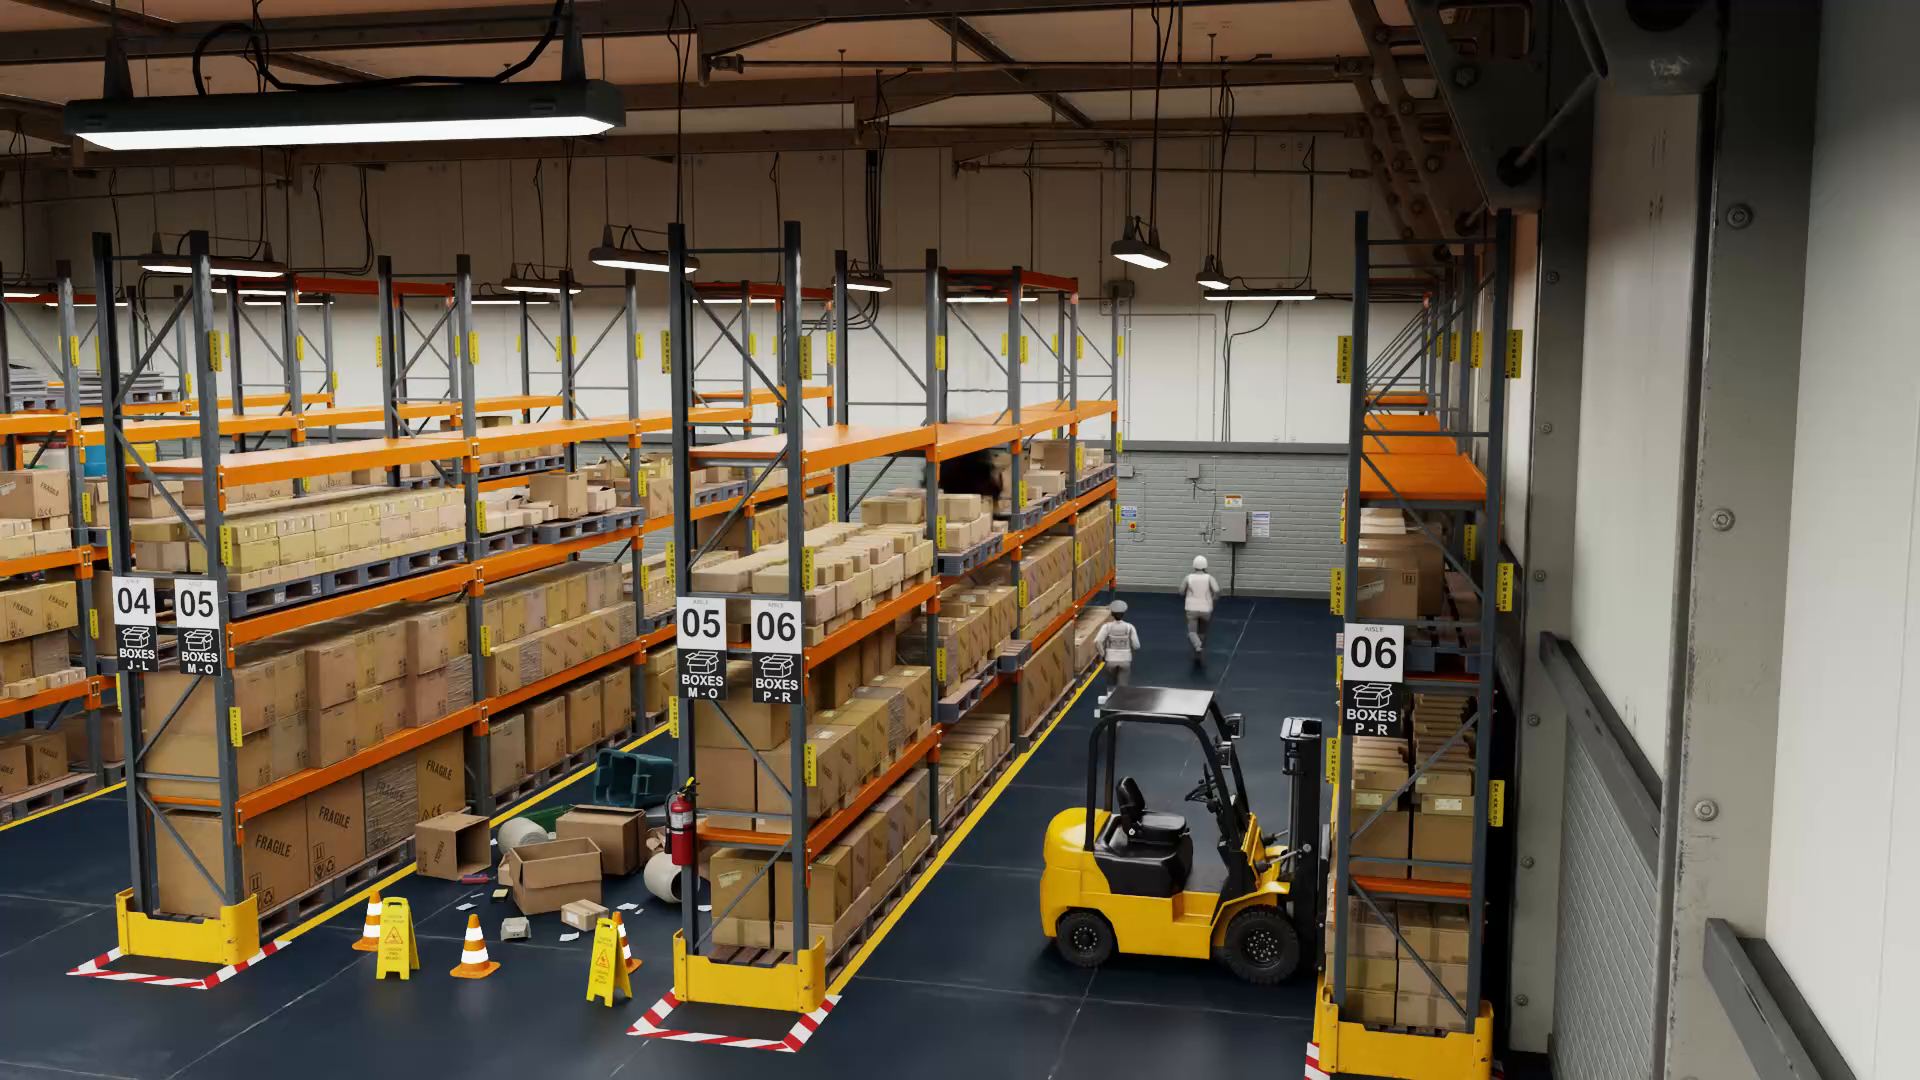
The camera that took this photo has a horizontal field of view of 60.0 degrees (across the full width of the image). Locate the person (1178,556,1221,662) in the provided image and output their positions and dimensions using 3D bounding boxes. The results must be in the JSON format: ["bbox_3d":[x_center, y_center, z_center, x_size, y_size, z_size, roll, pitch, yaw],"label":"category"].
[{"bbox_3d":[3.737,1.136,26.077,0.626,1.787,1.105,0,7,0],"label":"person"}]

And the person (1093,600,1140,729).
[{"bbox_3d":[2.066,1.658,21.860,0.596,1.740,0.720,1,7,11],"label":"person"}]
